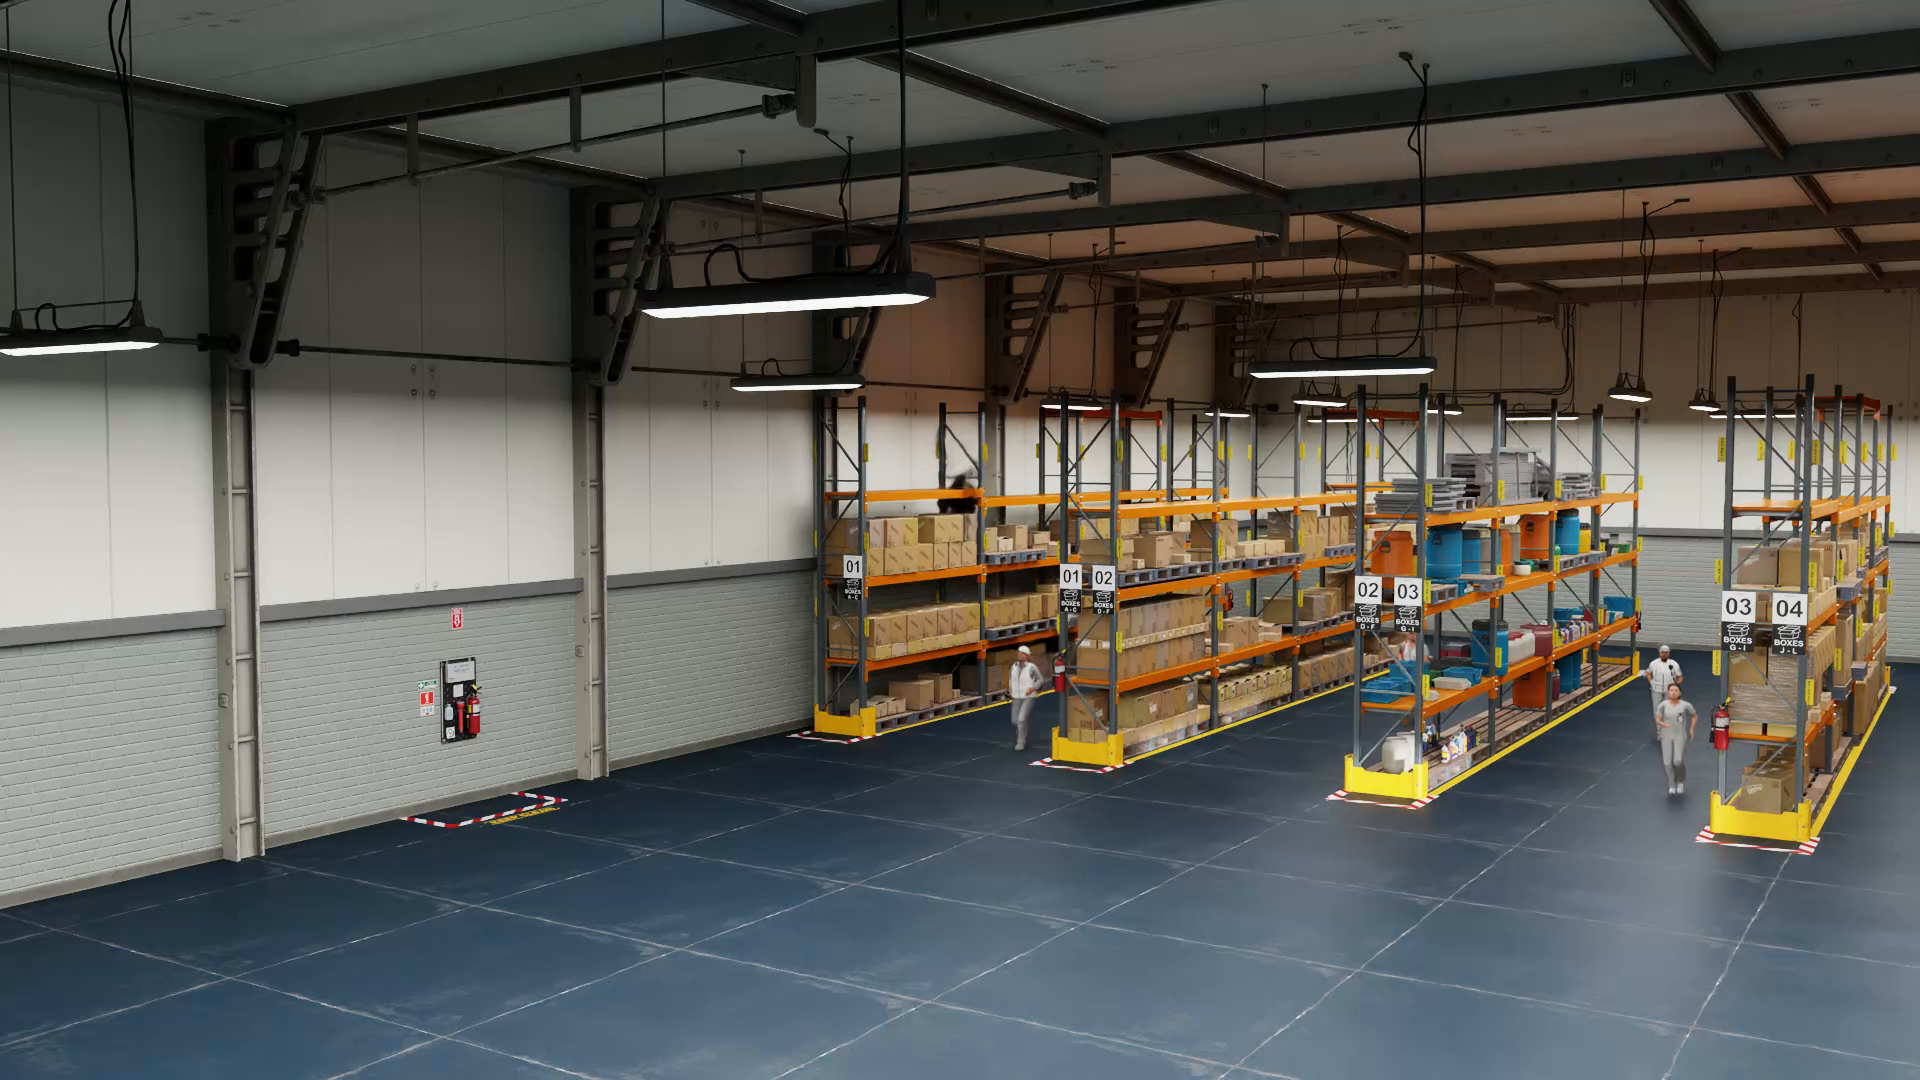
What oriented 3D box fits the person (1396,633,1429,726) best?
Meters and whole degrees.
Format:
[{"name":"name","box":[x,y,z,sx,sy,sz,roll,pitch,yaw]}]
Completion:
[{"name":"person","box":[8.313,2.501,30.612,0.642,1.838,0.763,1,3,25]}]

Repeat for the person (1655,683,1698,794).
[{"name":"person","box":[10.405,2.898,24.202,0.543,1.634,0.621,2,4,31]}]

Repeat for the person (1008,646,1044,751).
[{"name":"person","box":[1.089,2.666,28.205,0.650,1.735,0.656,2,3,29]}]

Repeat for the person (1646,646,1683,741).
[{"name":"person","box":[12.349,2.676,29.191,0.608,1.629,0.648,2,3,27]}]
